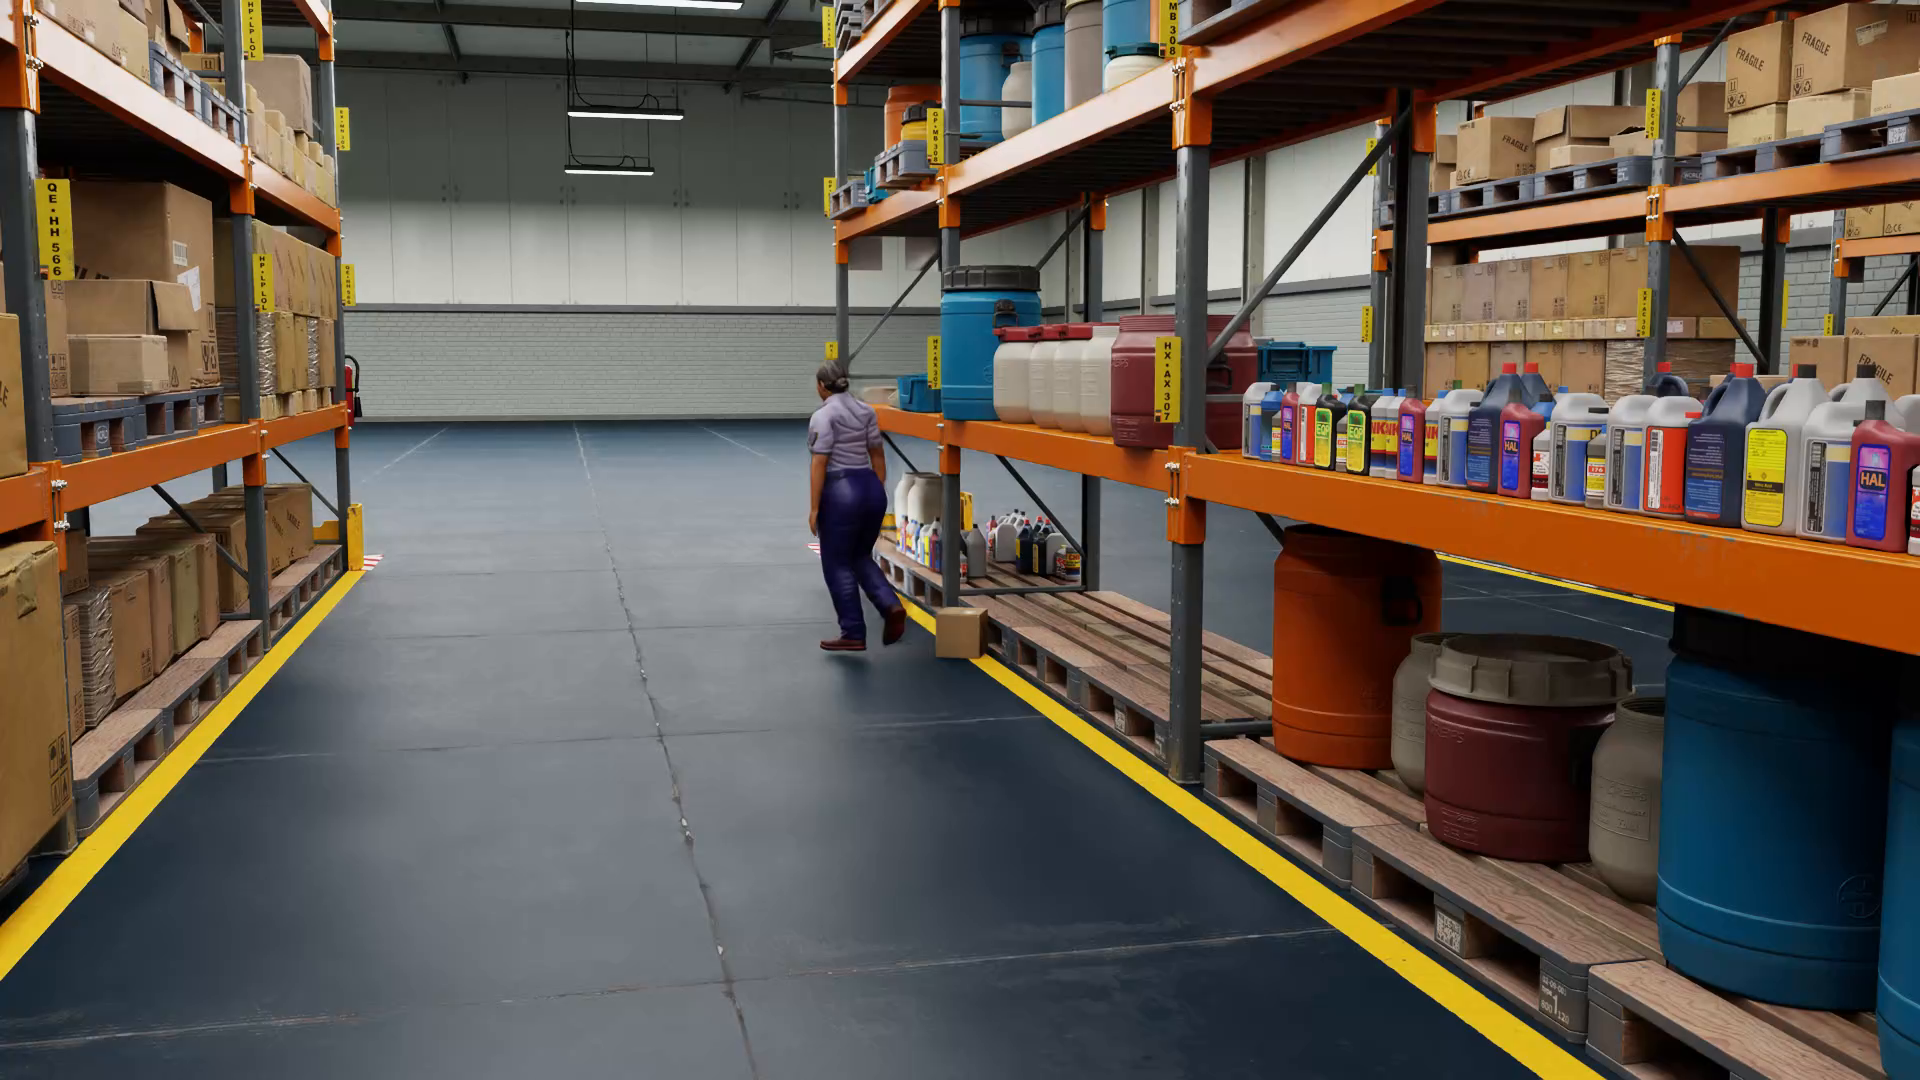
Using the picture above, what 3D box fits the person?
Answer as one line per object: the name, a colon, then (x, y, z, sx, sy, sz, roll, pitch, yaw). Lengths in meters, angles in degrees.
person: (-0.584, -0.190, 9.325, 0.518, 1.629, 0.512, 5, 8, 39)
